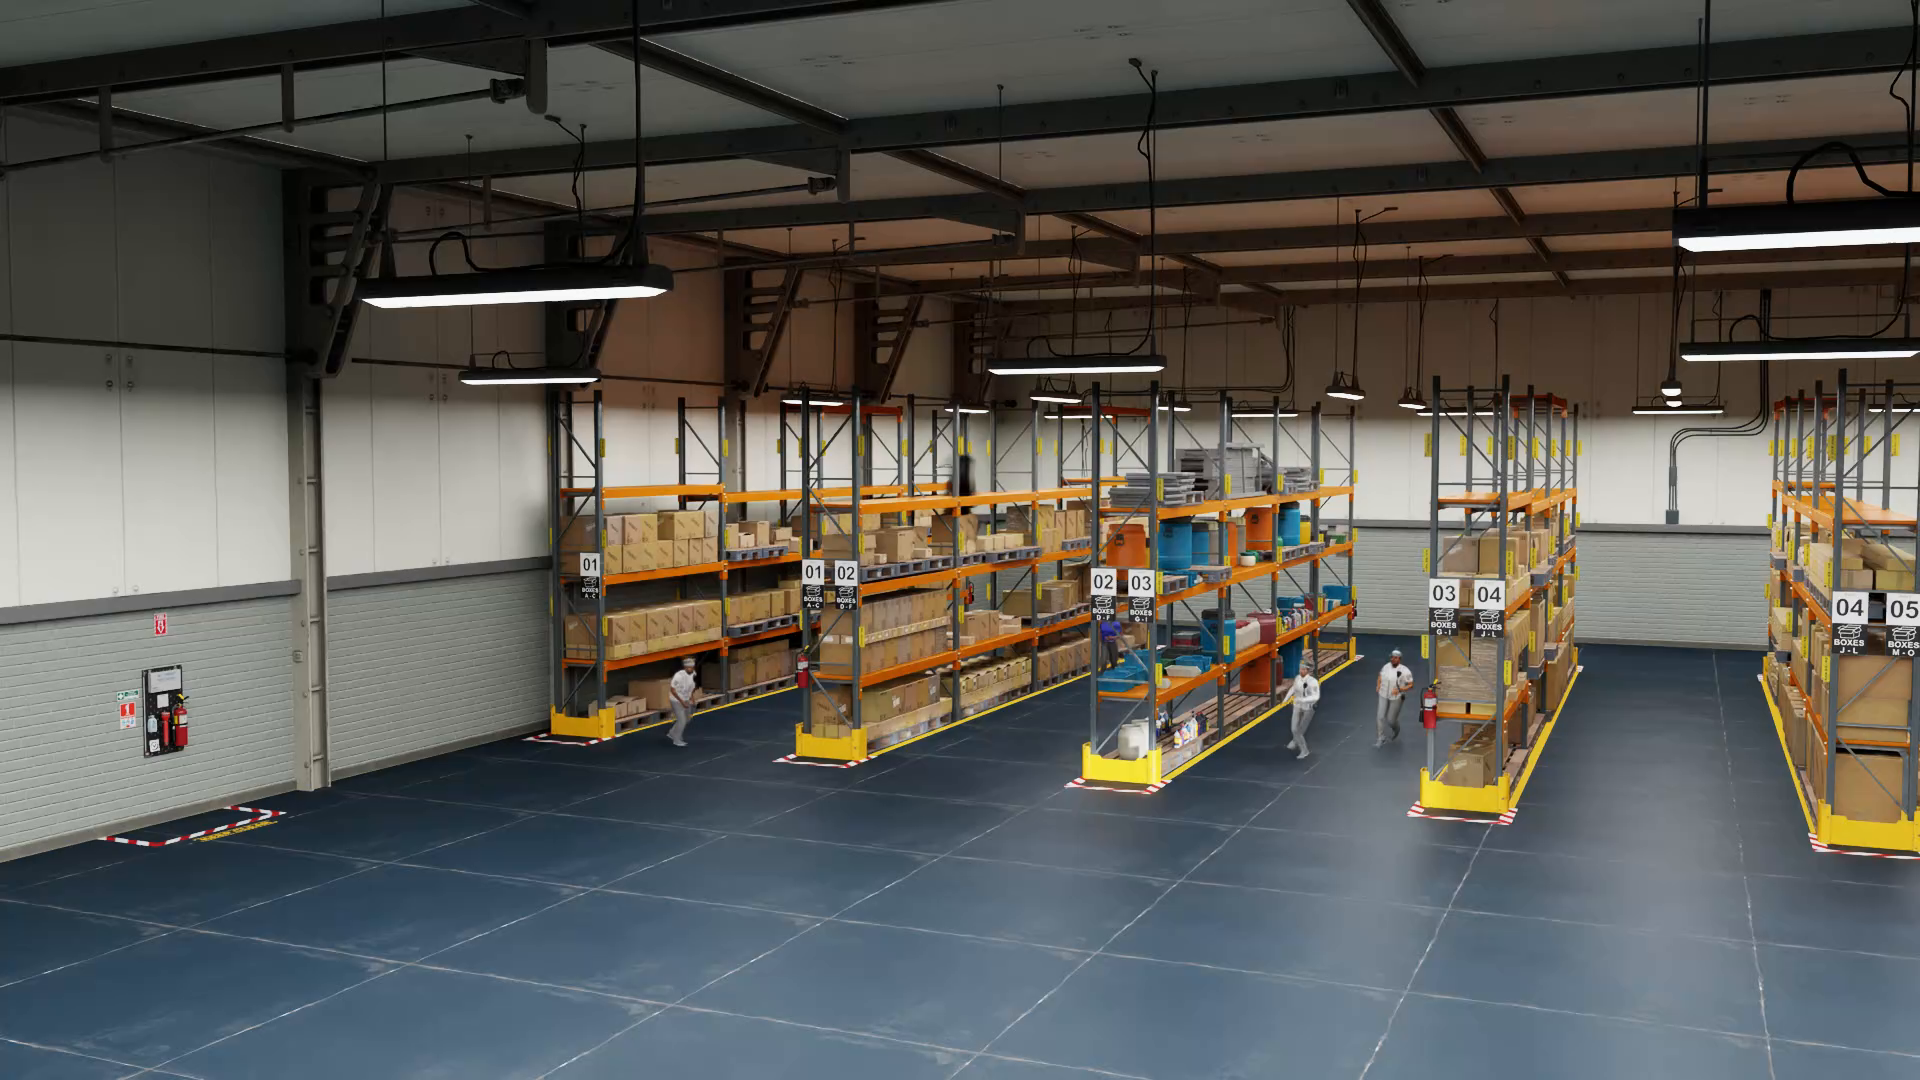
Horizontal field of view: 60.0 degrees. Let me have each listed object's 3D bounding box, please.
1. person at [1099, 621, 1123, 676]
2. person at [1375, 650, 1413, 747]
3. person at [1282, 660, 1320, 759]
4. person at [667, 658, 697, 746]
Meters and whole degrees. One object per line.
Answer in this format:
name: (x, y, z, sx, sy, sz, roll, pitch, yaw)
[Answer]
person: (3.107, 2.305, 34.483, 0.582, 1.607, 0.804, 1, 3, 21)
person: (7.317, 2.664, 27.997, 0.647, 1.634, 0.692, 2, 4, 38)
person: (5.565, 2.728, 26.990, 0.711, 1.632, 0.619, 2, 4, 35)
person: (-4.689, 2.704, 27.937, 0.842, 1.520, 0.595, 2, 4, 33)
